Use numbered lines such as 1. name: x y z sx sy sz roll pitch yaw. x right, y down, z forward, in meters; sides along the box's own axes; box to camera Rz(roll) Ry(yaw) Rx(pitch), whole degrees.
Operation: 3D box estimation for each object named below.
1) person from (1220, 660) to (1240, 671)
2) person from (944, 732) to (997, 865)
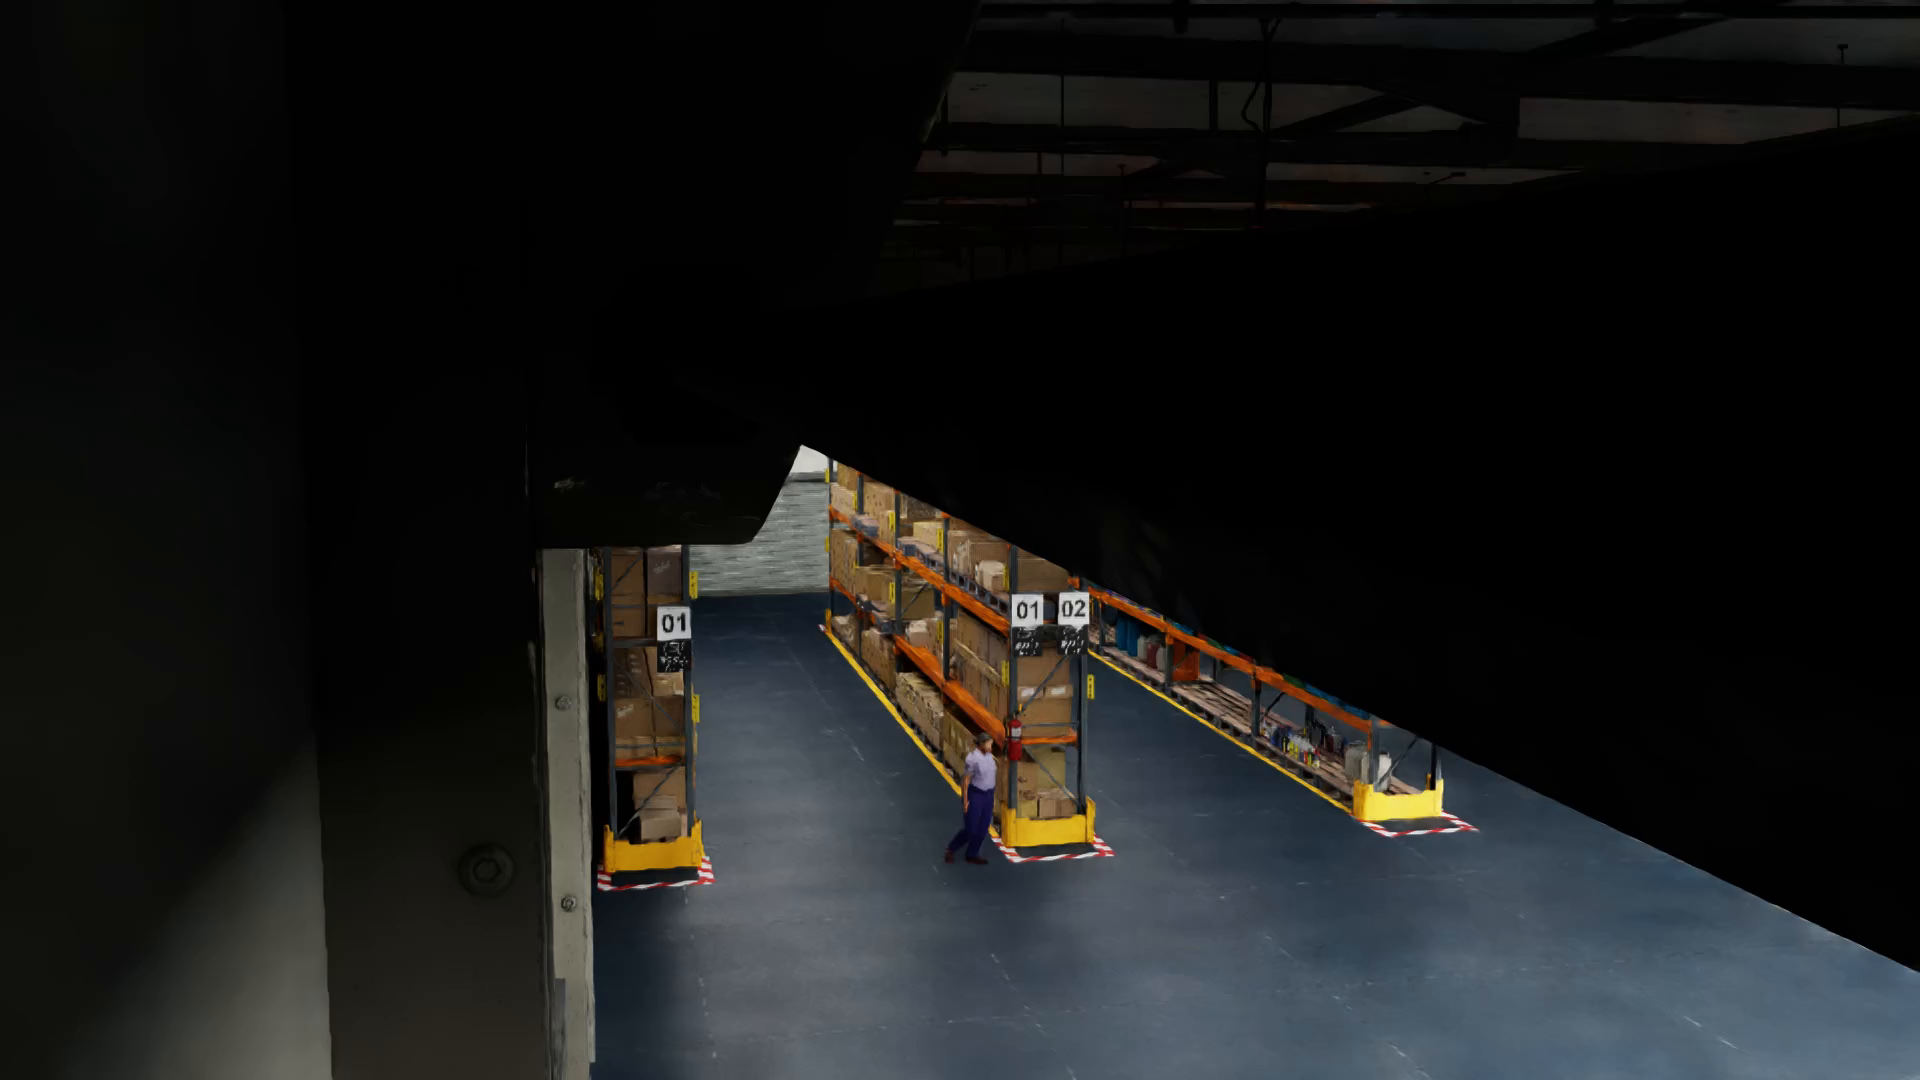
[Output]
1. person: 5.185 1.621 32.122 0.514 1.785 0.625 -6 9 -41
2. person: 0.134 3.140 20.191 0.511 1.632 0.673 5 9 39
